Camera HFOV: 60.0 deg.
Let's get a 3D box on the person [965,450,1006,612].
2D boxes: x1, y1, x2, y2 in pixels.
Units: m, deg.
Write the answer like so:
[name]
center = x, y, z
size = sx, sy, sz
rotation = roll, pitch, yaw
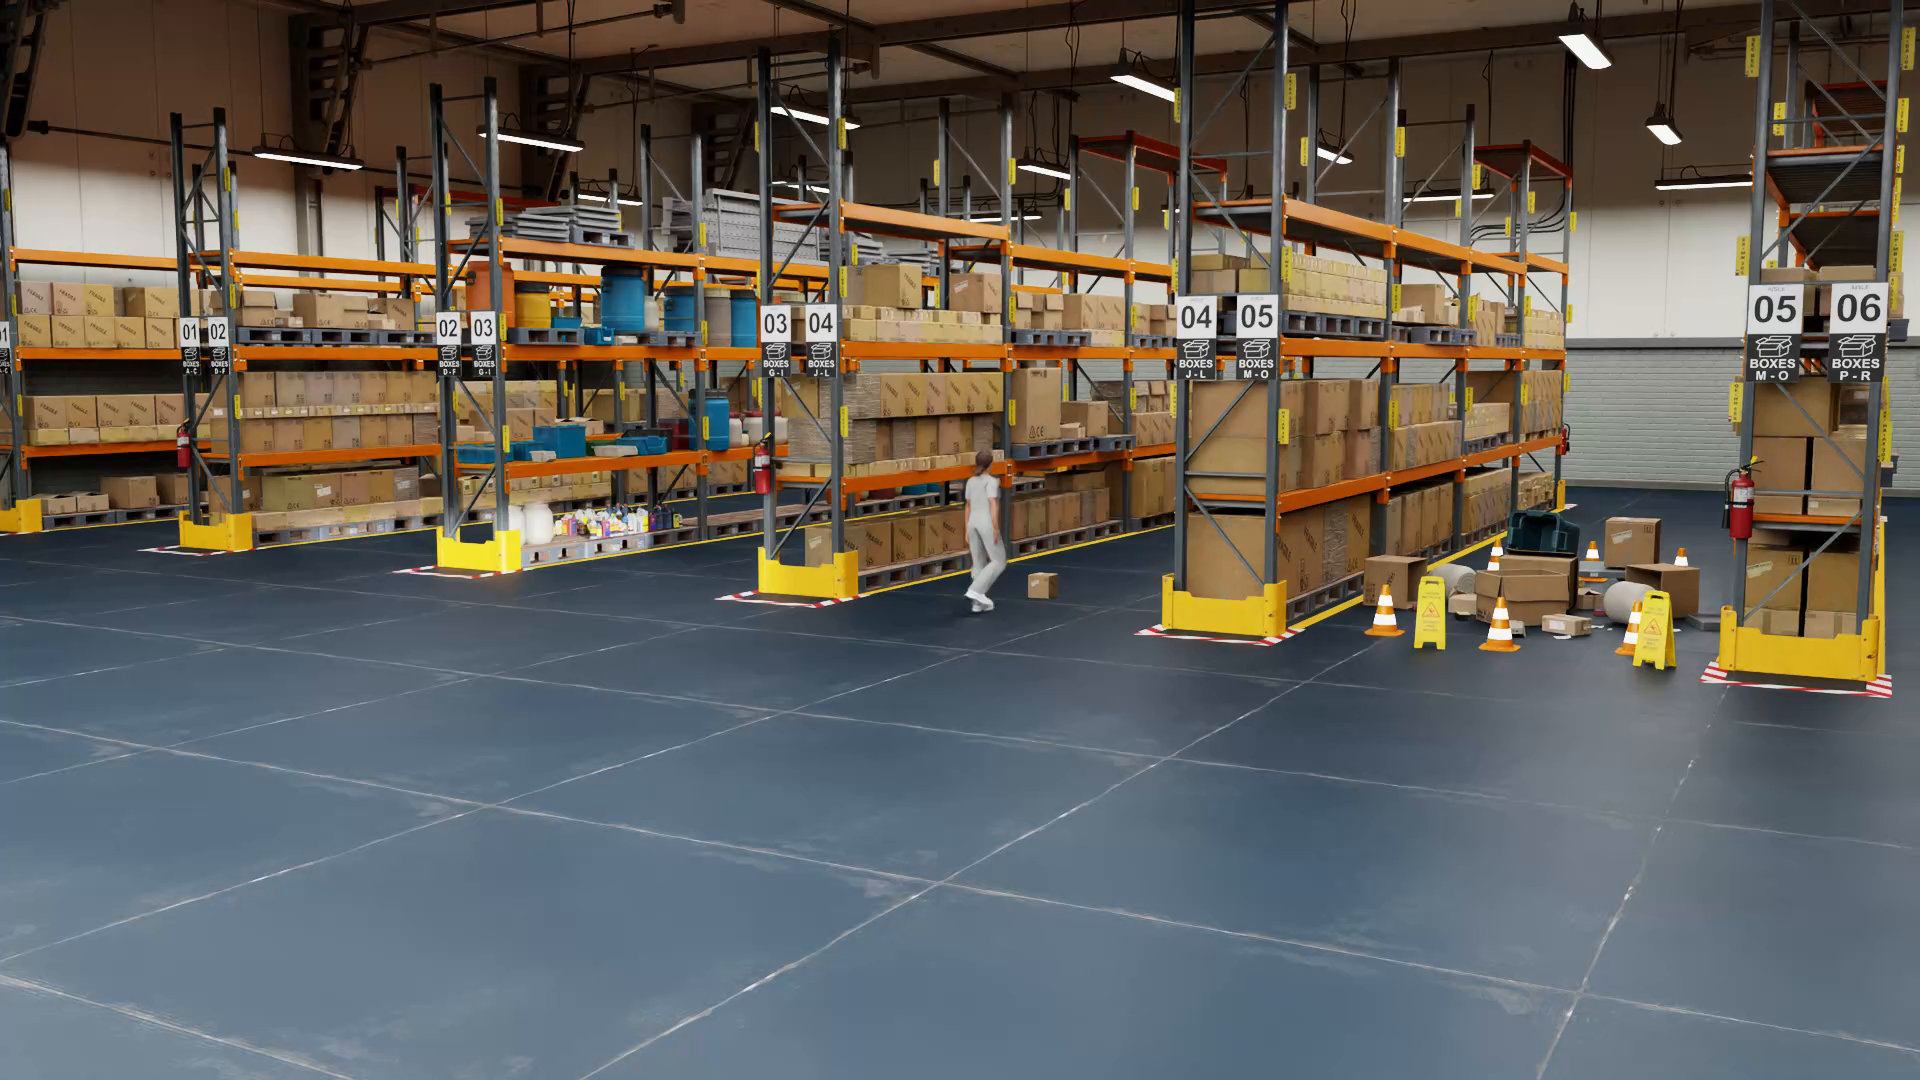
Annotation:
[person]
center = 0.199, -0.087, 17.153
size = 0.507, 1.665, 0.516
rotation = 6, 8, 44
